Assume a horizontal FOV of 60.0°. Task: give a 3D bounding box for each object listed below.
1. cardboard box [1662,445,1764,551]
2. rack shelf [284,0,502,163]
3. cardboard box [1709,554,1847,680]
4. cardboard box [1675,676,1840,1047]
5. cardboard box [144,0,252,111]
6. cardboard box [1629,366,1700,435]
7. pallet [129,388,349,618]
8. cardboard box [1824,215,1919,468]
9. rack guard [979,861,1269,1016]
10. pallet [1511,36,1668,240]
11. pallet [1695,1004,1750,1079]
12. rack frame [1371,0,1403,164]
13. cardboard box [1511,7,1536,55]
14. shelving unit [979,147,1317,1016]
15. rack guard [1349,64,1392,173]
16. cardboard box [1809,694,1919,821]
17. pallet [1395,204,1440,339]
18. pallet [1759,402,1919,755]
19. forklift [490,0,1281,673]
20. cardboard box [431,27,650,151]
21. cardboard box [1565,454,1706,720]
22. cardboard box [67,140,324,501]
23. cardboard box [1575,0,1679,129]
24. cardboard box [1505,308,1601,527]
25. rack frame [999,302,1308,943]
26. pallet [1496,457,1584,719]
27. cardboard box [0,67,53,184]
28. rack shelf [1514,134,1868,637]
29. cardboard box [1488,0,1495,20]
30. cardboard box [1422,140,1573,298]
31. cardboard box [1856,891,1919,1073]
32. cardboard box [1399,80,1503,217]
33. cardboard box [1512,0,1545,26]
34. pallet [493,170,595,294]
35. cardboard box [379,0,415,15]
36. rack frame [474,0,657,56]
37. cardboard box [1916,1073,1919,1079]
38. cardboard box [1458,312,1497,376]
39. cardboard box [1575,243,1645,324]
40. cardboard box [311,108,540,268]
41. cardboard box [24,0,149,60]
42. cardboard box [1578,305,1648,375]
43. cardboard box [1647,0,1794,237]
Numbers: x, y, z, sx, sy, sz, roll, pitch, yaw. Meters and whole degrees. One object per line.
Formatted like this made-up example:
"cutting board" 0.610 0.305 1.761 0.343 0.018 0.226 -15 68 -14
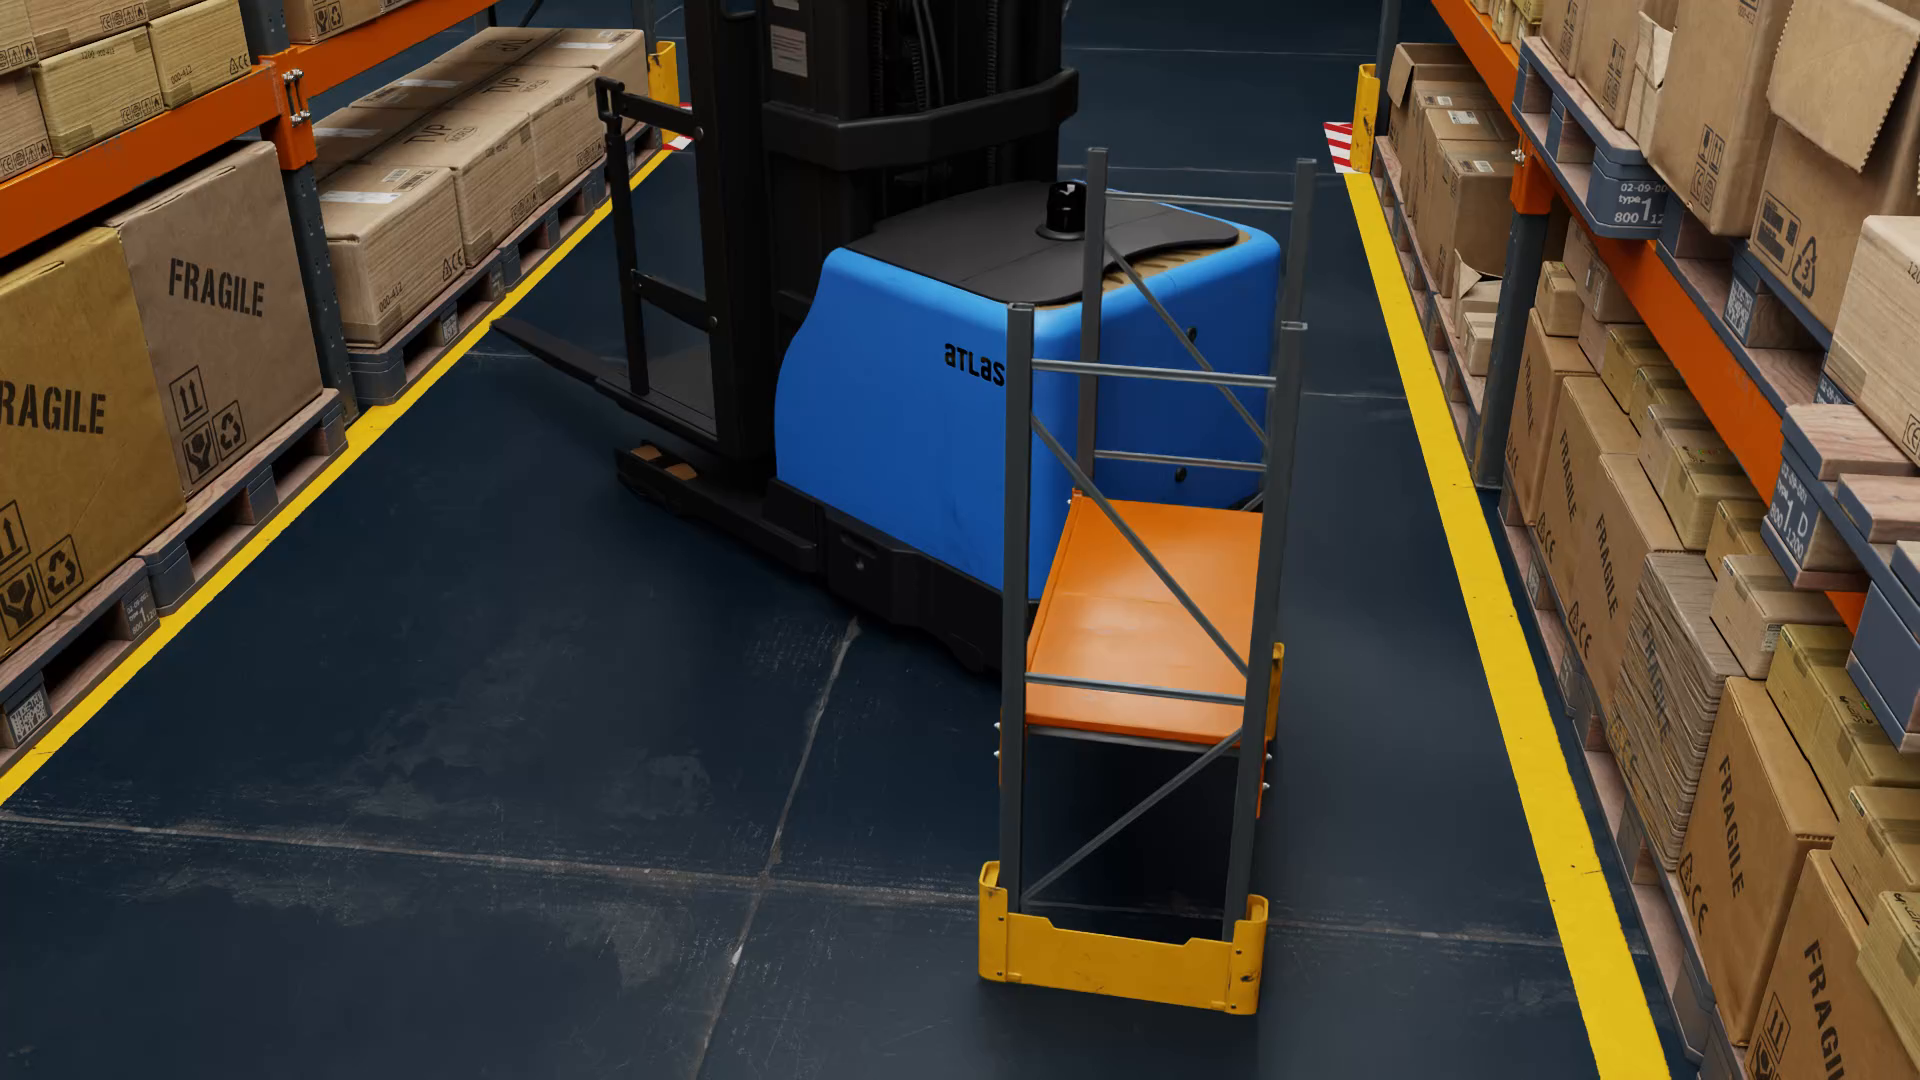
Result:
"cardboard box" 1.821 -0.084 3.753 0.380 0.149 0.250 4 29 8
"rack shelf" -2.454 -2.398 7.296 1.077 0.370 4.000 3 28 6
"cardboard box" 1.737 0.157 3.305 0.380 0.149 0.250 2 28 4
"cardboard box" 1.709 0.619 3.131 0.500 0.500 0.500 5 29 8
"cardboard box" -2.504 -1.481 4.995 0.500 0.250 0.500 3 28 5
"cardboard box" 1.922 -0.317 4.184 0.380 0.149 0.250 3 28 5
"pallet" -2.719 -0.178 5.357 1.003 0.211 1.213 3 28 6
"cardboard box" 1.545 -0.238 2.244 0.500 0.250 0.500 2 28 4
"rack guard" 0.332 0.826 3.453 0.587 0.250 0.087 6 29 10
"pallet" 2.021 -1.032 4.205 1.003 0.211 1.213 3 28 6
"pallet" 1.866 1.275 2.661 1.003 0.211 1.213 3 28 6
"rack frame" 2.717 -3.369 8.341 1.000 3.000 0.127 3 28 6
"cardboard box" 2.026 -1.664 5.441 0.380 0.149 0.250 4 29 8
"shelving unit" 0.431 0.044 3.587 0.587 1.500 1.083 6 29 10
"rack guard" 2.708 -2.233 8.867 1.175 0.500 0.348 3 28 6
"cardboard box" 1.702 0.406 2.842 0.380 0.149 0.250 4 29 8
"pallet" 2.459 -1.158 7.176 1.003 0.211 1.213 3 28 6
"pallet" 1.750 0.158 1.996 1.213 0.211 1.003 3 28 6
"forklift" -0.493 -1.521 4.984 1.130 2.935 3.031 -25 37 -38
"cardboard box" -2.191 -2.396 8.794 0.875 0.438 0.875 2 28 4
"cardboard box" 1.824 0.130 4.039 0.500 0.500 0.500 3 28 5
"cardboard box" -2.696 -0.726 5.232 0.875 0.875 0.875 4 29 8
"cardboard box" 1.882 -1.257 3.872 0.700 0.500 0.500 4 29 7
"cardboard box" 1.945 -0.356 4.941 0.500 0.500 0.500 5 29 8
"rack frame" 0.328 0.285 3.140 0.500 1.500 0.032 6 29 10
"pallet" 2.165 0.127 4.793 1.003 0.211 1.213 3 28 6
"cardboard box" -2.649 -1.005 4.111 0.500 0.250 0.500 3 28 5
"rack shelf" 1.982 -0.228 3.269 1.077 0.370 4.000 3 28 6
"cardboard box" 2.093 -1.910 5.897 0.380 0.149 0.250 4 29 8
"cardboard box" 2.278 -1.282 6.660 0.700 0.500 0.500 2 28 4
"cardboard box" 1.549 0.649 2.391 0.380 0.149 0.250 2 28 4
"cardboard box" 2.405 -1.771 7.567 0.700 0.500 0.500 4 29 8
"cardboard box" 2.048 -1.805 5.282 0.500 0.250 0.500 4 29 7
"pallet" -2.382 -1.474 7.764 1.003 0.211 1.213 3 28 6
"cardboard box" -2.316 -2.259 6.175 0.500 0.500 0.500 4 29 7
"rack frame" -2.209 -3.656 8.873 1.000 3.000 0.127 3 28 6
"cardboard box" 1.576 1.101 2.237 0.500 0.500 0.500 4 29 8
"cardboard box" 2.004 -0.695 5.941 0.380 0.149 0.250 3 28 5
"cardboard box" 1.935 -0.709 4.598 0.380 0.149 0.250 2 28 4
"cardboard box" -2.407 -1.540 7.205 0.875 0.438 0.875 3 28 5
"cardboard box" -2.566 -1.470 4.446 0.500 0.250 0.500 4 29 7
"cardboard box" 1.962 -0.568 4.650 0.380 0.149 0.250 3 28 5
"cardboard box" 1.786 -0.887 3.186 0.700 0.500 0.500 3 28 6
